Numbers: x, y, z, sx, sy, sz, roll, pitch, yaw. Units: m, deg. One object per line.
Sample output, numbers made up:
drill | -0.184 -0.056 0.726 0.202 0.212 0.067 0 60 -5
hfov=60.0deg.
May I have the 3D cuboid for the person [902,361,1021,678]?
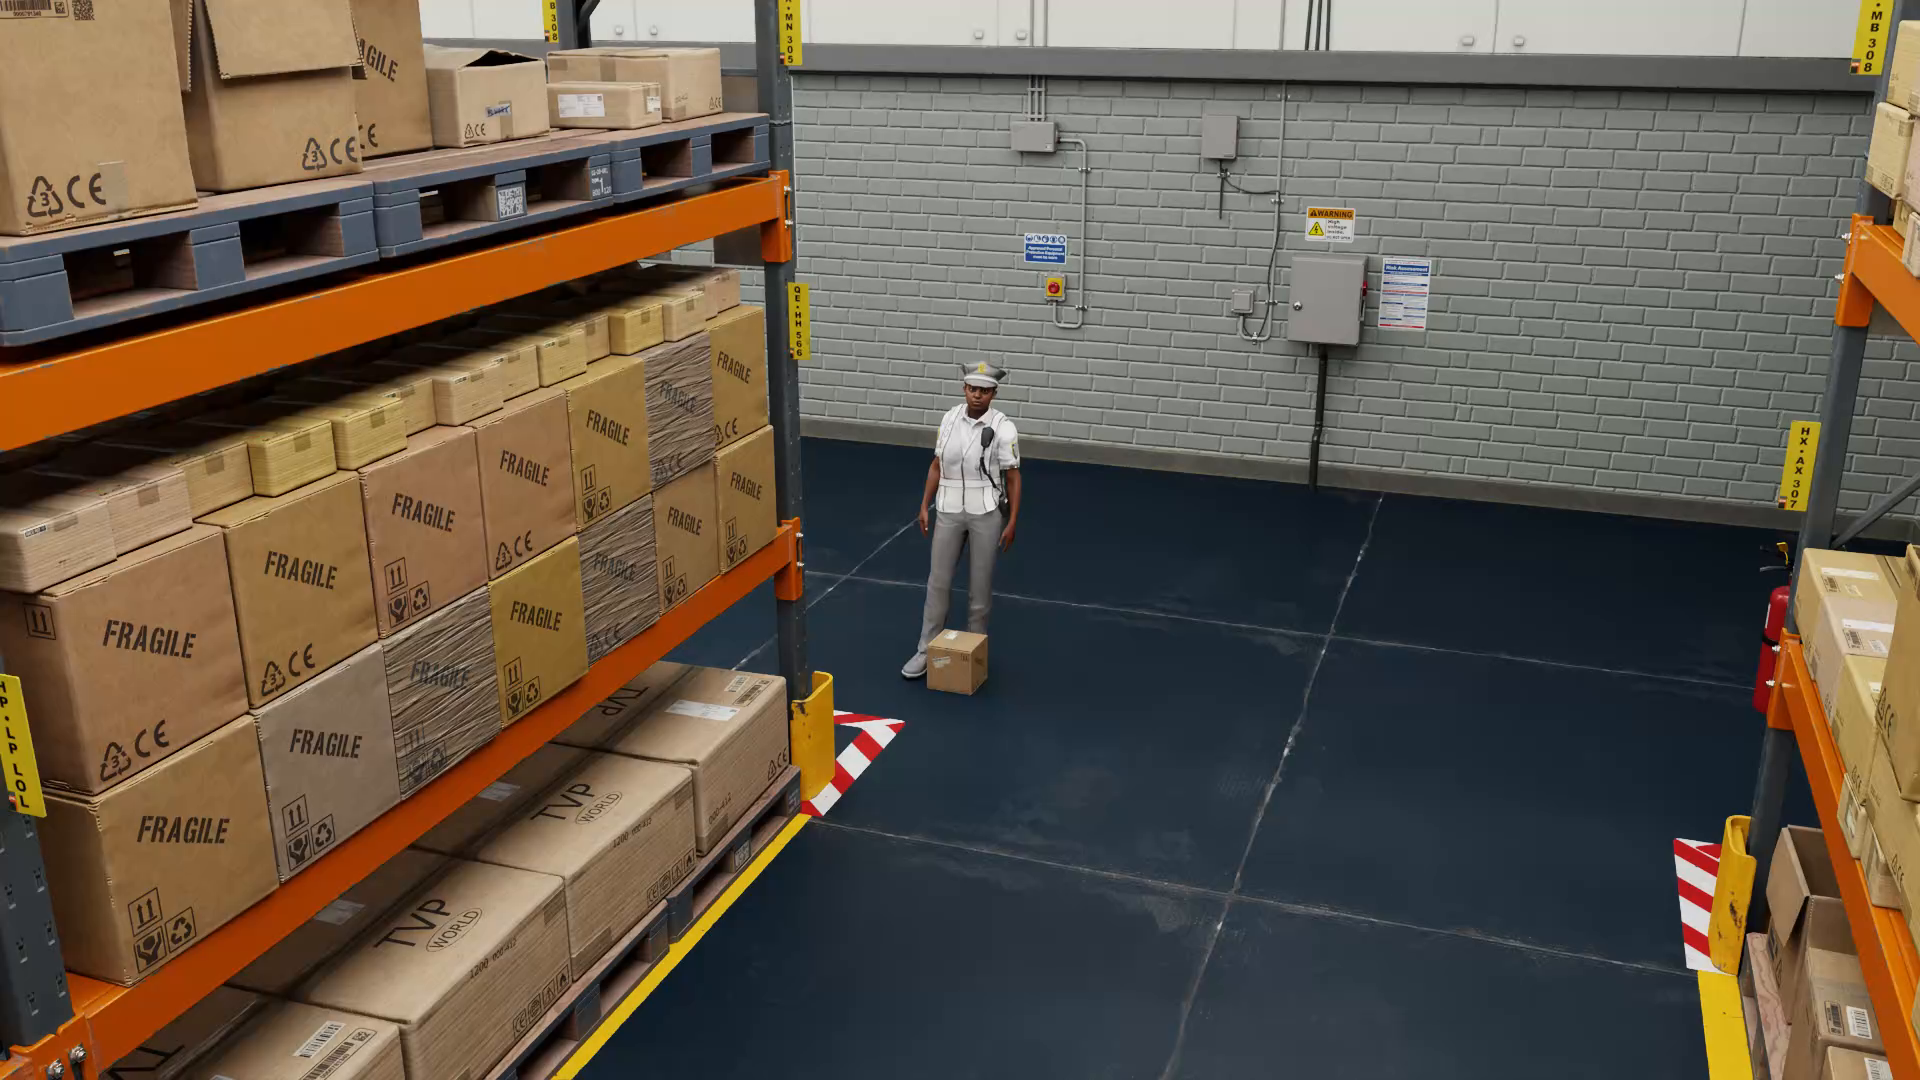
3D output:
person | 0.021 -0.108 8.802 0.569 1.694 0.528 6 20 18
